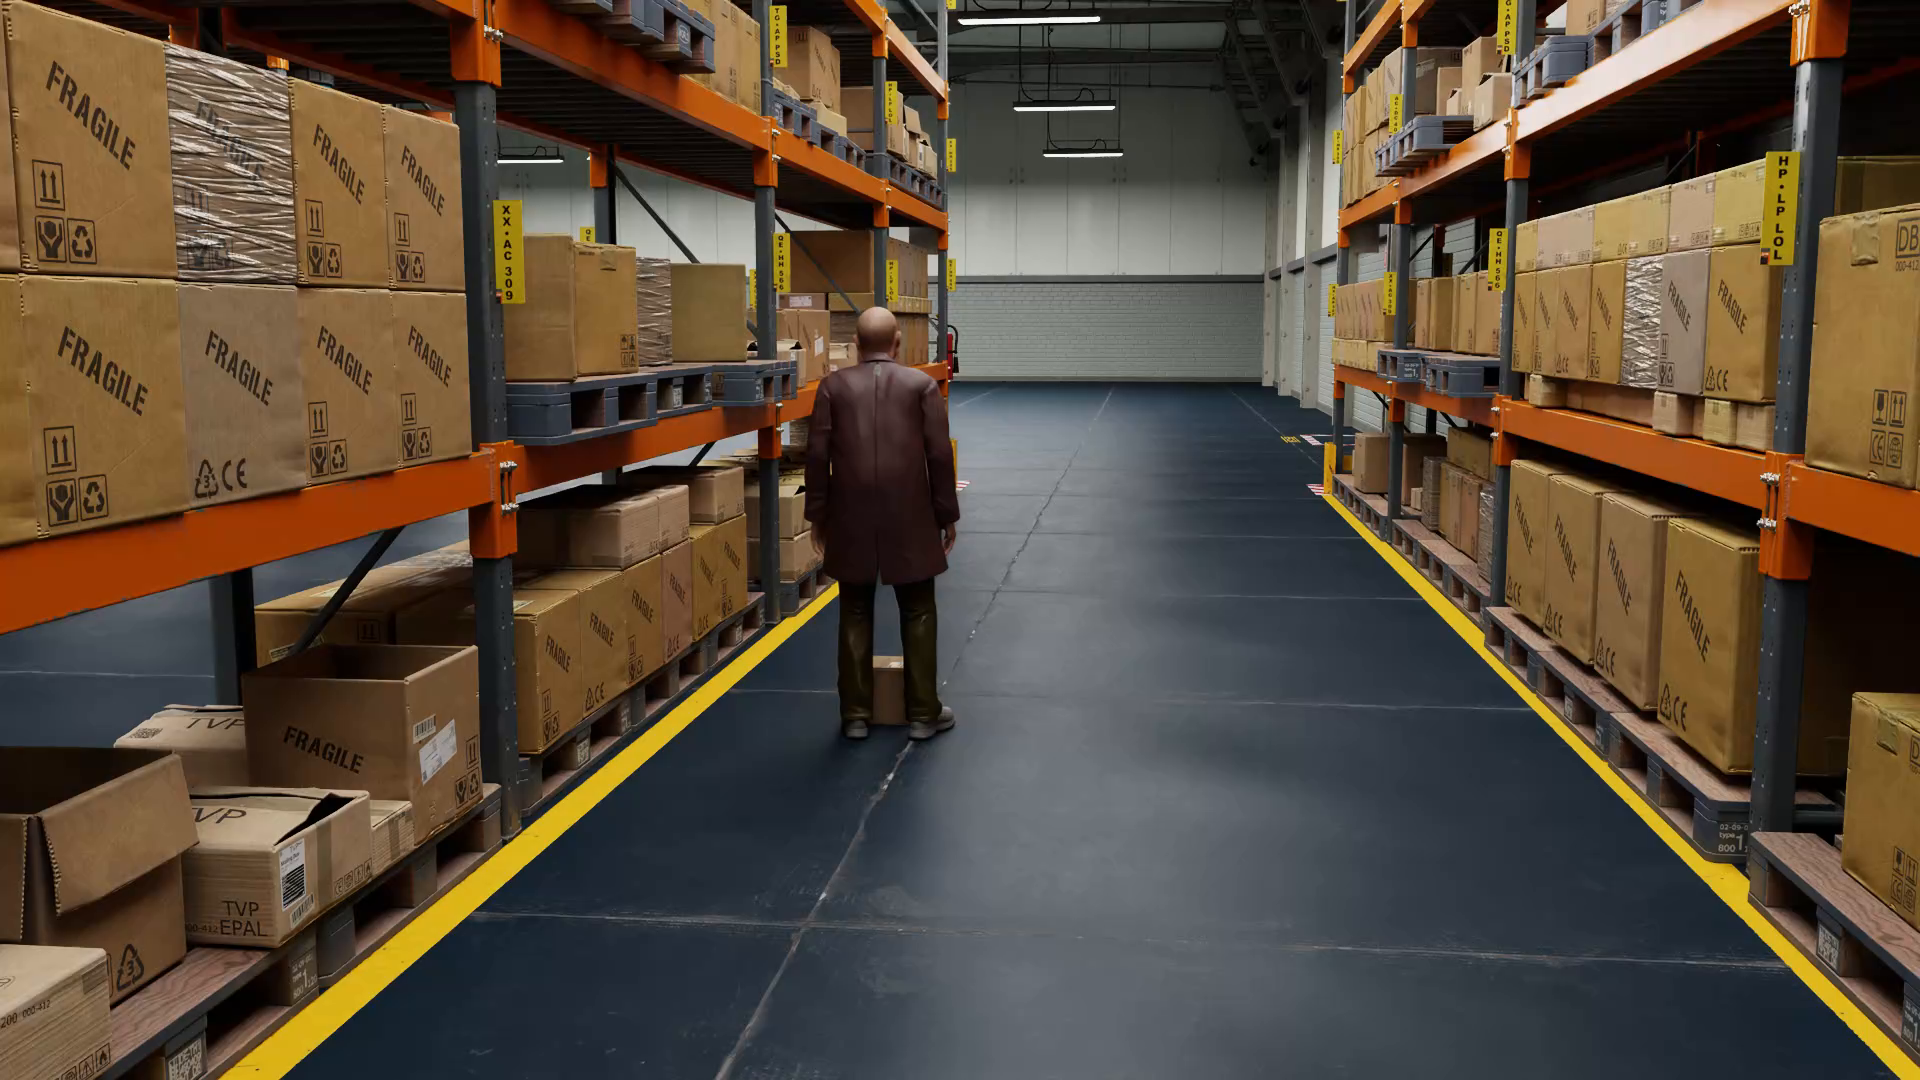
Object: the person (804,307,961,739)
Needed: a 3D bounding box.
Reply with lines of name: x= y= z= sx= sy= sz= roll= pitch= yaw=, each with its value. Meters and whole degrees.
person: x=-0.324 y=-0.071 z=6.892 sx=0.652 sy=1.774 sz=0.420 roll=1 pitch=7 yaw=5
